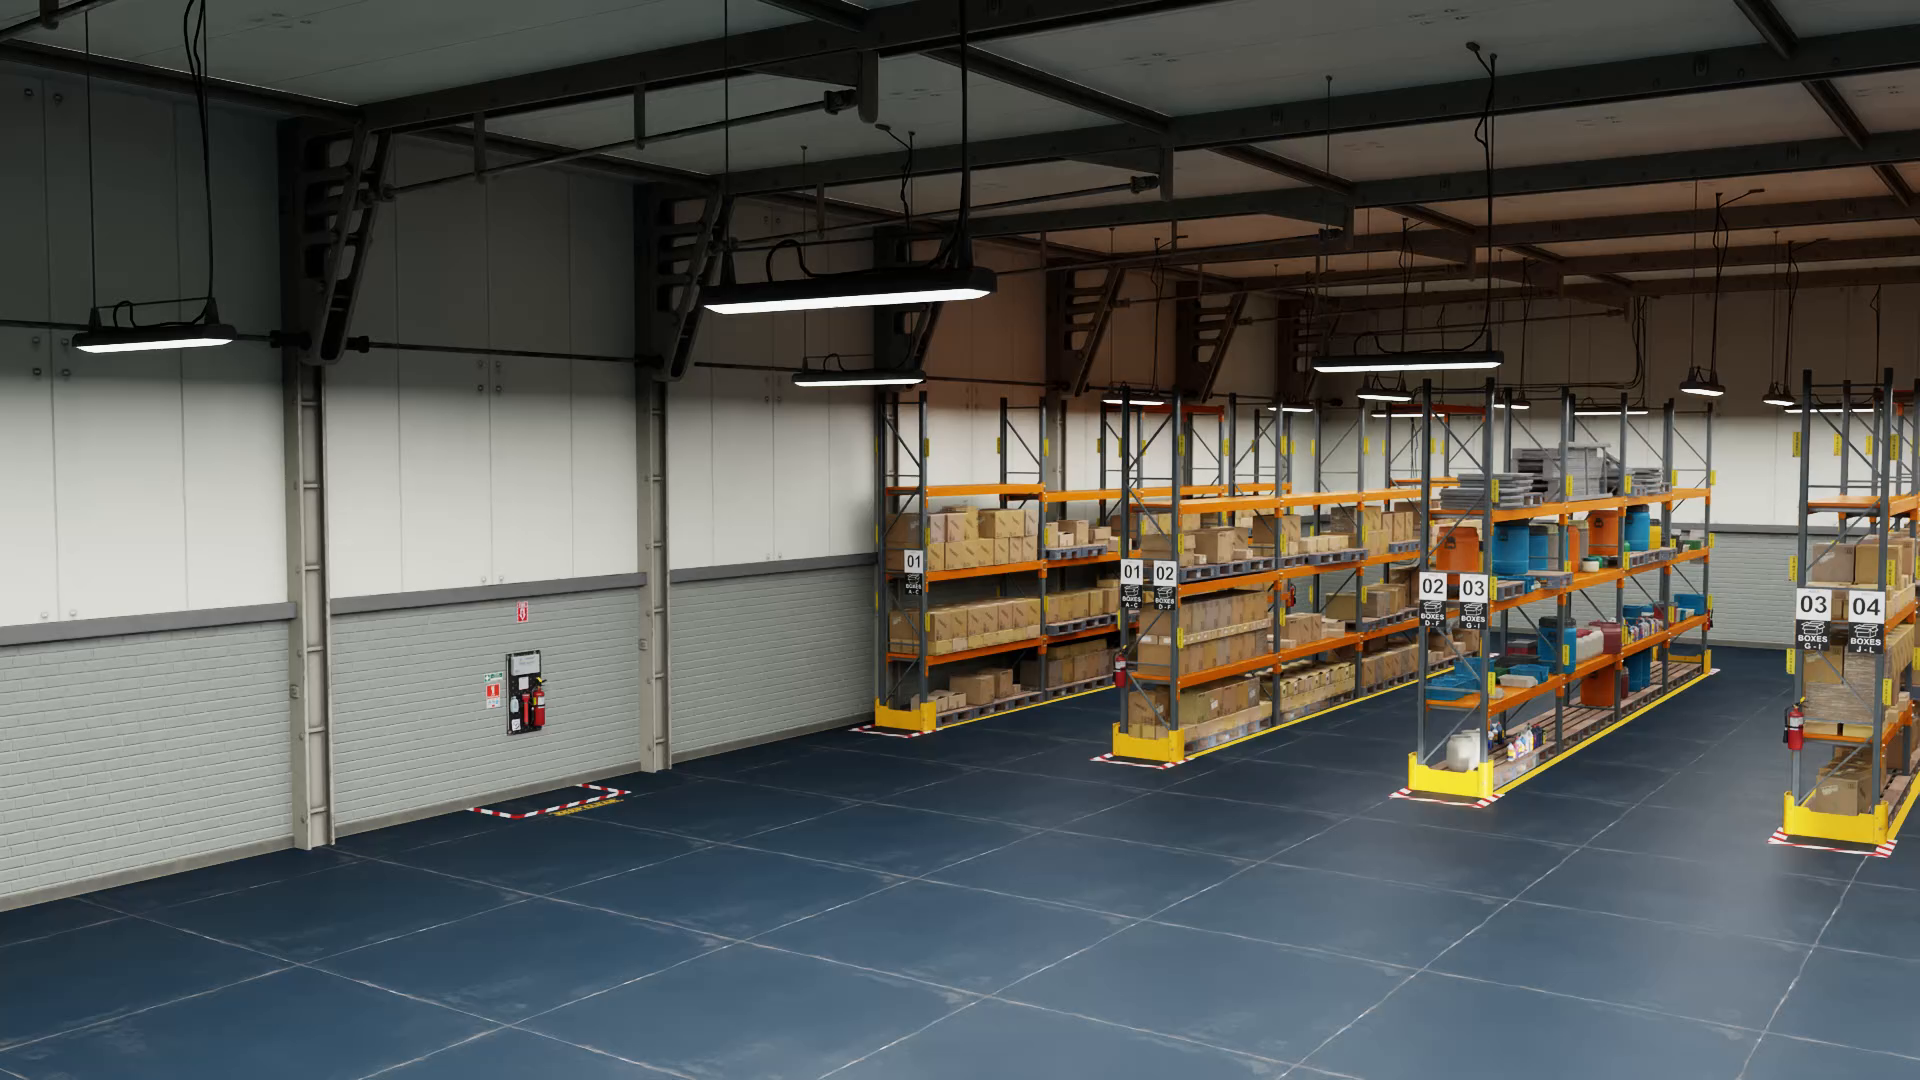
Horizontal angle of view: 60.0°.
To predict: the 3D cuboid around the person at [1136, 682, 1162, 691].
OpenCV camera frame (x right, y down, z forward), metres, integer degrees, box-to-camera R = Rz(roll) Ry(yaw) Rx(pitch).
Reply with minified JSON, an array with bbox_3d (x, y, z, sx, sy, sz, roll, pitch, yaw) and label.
[{"bbox_3d":[3.701,2.348,32.496,0.545,1.661,1.079,2,4,25],"label":"person"}]
